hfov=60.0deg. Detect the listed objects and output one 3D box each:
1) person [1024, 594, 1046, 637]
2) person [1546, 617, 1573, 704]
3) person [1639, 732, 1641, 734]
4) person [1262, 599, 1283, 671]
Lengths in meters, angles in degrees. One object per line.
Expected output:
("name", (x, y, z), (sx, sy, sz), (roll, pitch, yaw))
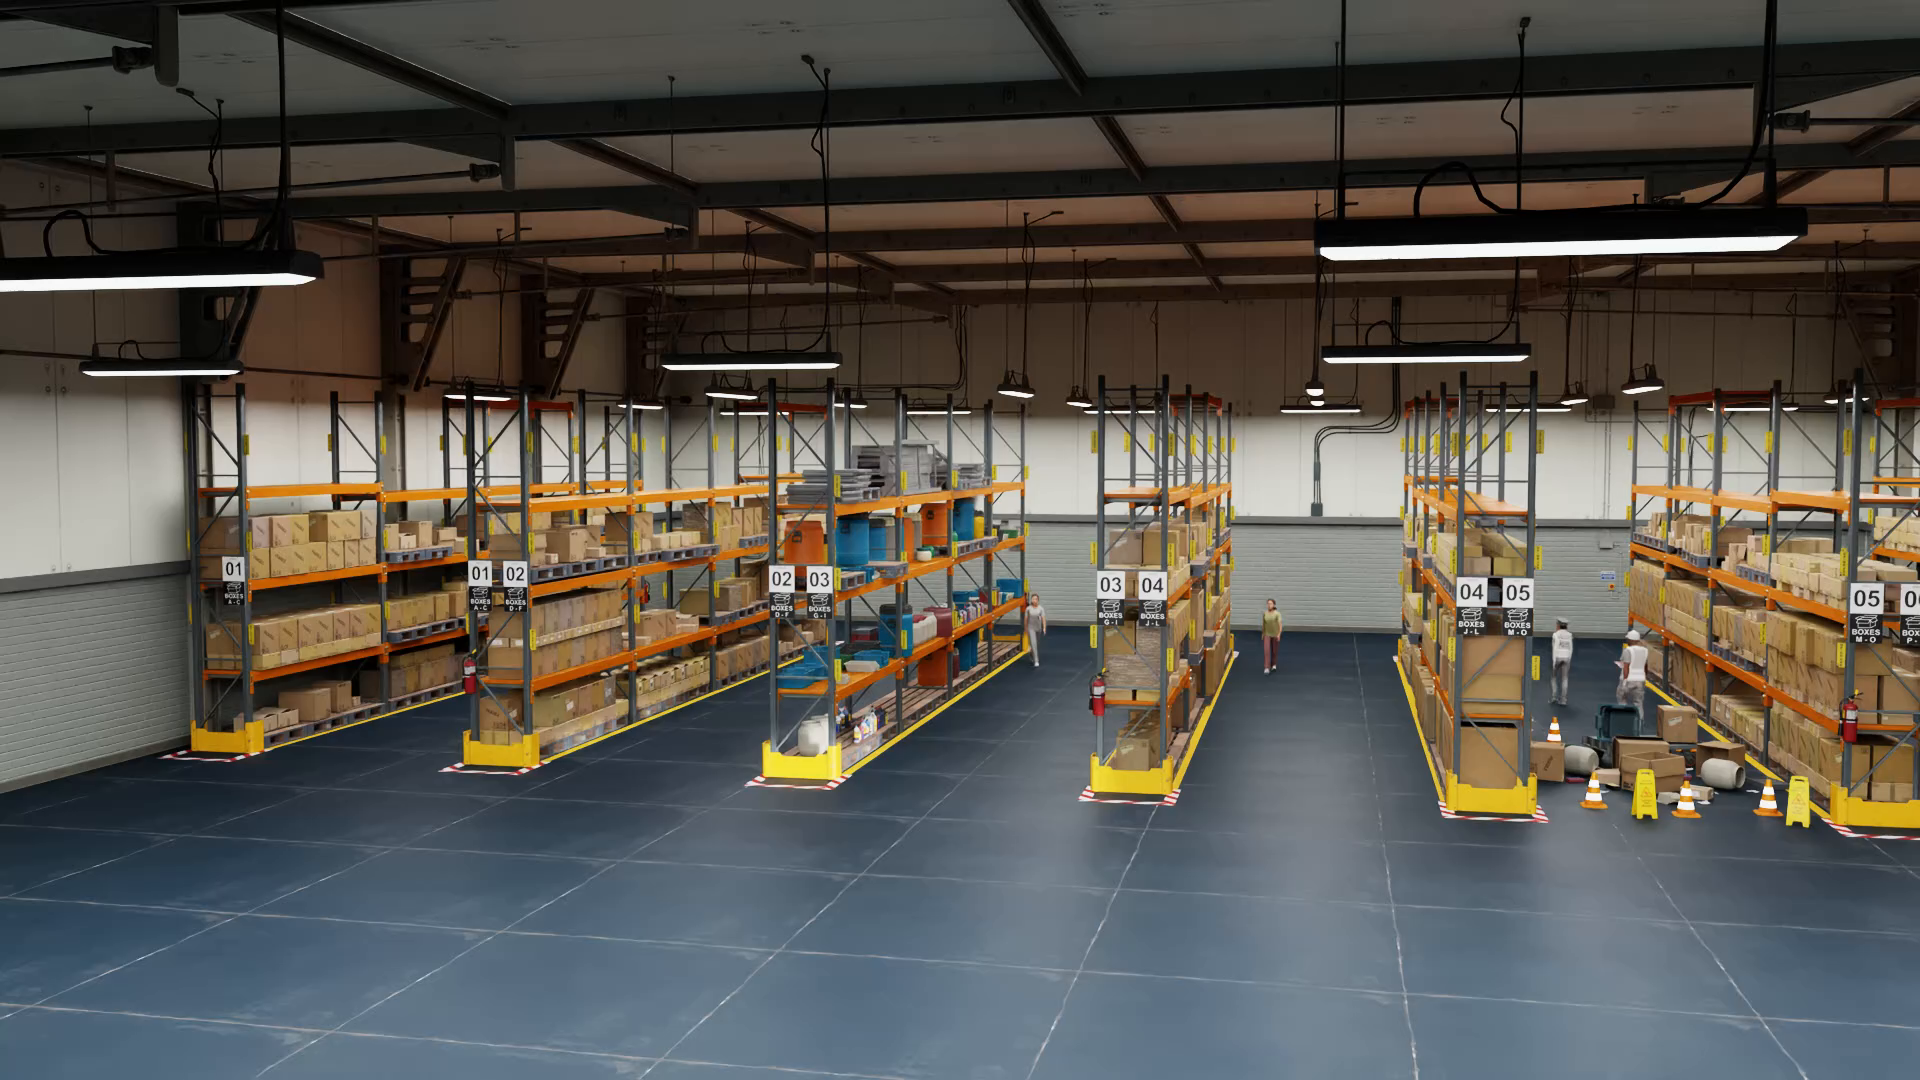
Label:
("person", (1.712, 1.714, 37.522), (0.447, 0.975, 0.468), (-1, 3, -15))
("person", (11.605, 2.358, 32.060), (0.466, 1.734, 0.571), (0, 3, 6))
("person", (11.597, 3.268, 28.878), (0.320, 0.242, 0.555), (0, 3, 1))
("person", (6.858, 2.067, 36.502), (0.446, 1.553, 0.907), (1, 3, 13))
